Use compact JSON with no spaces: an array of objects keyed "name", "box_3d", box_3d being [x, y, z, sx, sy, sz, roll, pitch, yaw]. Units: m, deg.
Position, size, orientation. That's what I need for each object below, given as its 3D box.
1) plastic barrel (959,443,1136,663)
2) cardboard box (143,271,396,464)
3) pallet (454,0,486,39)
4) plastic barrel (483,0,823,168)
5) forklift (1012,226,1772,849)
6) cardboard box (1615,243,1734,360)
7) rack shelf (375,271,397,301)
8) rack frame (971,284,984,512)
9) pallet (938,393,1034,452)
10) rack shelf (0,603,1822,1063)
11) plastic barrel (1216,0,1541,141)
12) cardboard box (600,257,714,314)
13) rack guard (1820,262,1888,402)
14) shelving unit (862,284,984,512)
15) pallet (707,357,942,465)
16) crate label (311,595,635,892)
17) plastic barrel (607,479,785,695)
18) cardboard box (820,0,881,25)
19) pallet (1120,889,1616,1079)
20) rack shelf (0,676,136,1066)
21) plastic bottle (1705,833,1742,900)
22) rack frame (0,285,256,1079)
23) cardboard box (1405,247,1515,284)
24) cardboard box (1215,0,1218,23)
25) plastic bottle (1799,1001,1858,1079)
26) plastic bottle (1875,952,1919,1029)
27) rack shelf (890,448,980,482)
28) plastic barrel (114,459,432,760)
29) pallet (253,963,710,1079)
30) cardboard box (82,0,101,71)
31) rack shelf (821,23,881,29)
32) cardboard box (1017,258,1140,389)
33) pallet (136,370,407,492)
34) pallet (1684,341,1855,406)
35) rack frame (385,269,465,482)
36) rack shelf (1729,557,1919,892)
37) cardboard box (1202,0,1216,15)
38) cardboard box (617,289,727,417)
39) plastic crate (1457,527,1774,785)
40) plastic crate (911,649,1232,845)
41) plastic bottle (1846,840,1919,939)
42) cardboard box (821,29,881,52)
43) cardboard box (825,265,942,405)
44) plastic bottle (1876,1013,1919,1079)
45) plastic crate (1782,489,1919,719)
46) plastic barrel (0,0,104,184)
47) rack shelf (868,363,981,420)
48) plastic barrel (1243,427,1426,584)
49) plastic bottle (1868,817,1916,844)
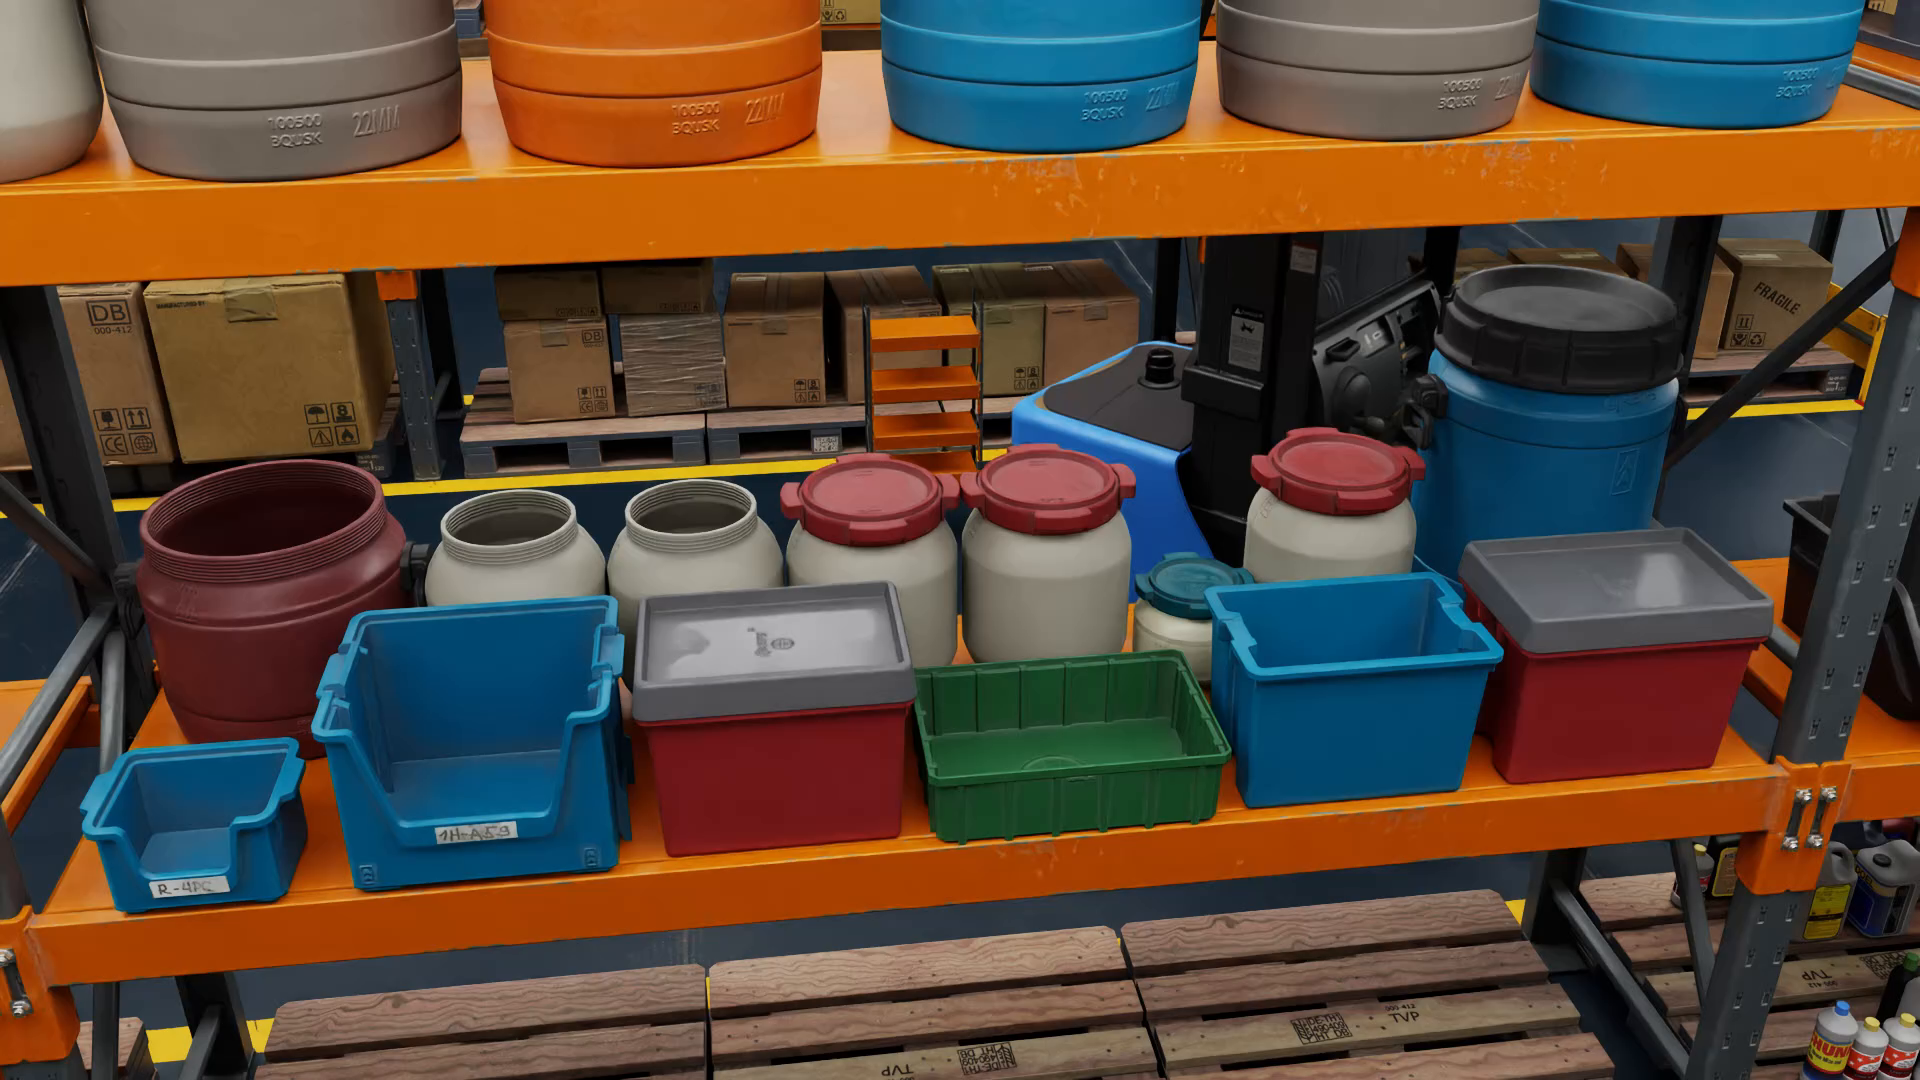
[{"name":"plastic barrel","box_3d":[0.214,0.081,4.158,0.433,0.535,0.433,0,27,0]},{"name":"cardboard box","box_3d":[-3.419,-1.059,8.395,0.875,0.875,1.225,-5,28,-10]},{"name":"pallet","box_3d":[-4.015,-3.922,12.317,1.003,0.211,1.213,-4,27,-7]},{"name":"plastic barrel","box_3d":[-0.552,-1.134,2.919,0.708,0.830,0.600,-4,27,-7]},{"name":"forklift","box_3d":[1.641,-0.616,5.739,3.031,2.935,1.130,21,34,35]},{"name":"cardboard box","box_3d":[3.981,-1.350,9.373,0.500,0.500,0.500,3,27,6]},{"name":"rack shelf","box_3d":[-4.713,-1.405,7.990,4.000,0.370,1.077,-4,27,-7]},{"name":"rack frame","box_3d":[0.078,-0.539,7.486,0.015,1.200,0.240,-4,27,-7]},{"name":"pallet","box_3d":[0.457,-0.815,9.108,1.213,0.211,1.003,-4,27,-7]},{"name":"rack shelf","box_3d":[-0.062,0.580,4.122,4.000,0.370,1.077,-4,27,-7]},{"name":"plastic barrel","box_3d":[0.797,-1.253,3.071,0.600,0.901,0.600,0,27,0]},{"name":"cardboard box","box_3d":[-1.550,-1.364,8.557,0.500,0.250,0.500,-1,27,-1]},{"name":"rack guard","box_3d":[5.114,-1.244,9.626,0.348,0.500,1.175,-4,27,-7]},{"name":"shelving unit","box_3d":[-0.164,-0.523,7.456,0.503,1.200,0.258,-4,27,-7]},{"name":"pallet","box_3d":[-0.753,-0.736,8.954,1.213,0.211,1.003,-4,27,-7]},{"name":"crate label","box_3d":[-1.021,0.431,3.586,0.616,0.435,0.502,-4,27,-7]},{"name":"plastic barrel","box_3d":[-0.637,0.149,4.052,0.421,0.512,0.421,0,27,0]},{"name":"cardboard box","box_3d":[-0.843,-4.181,12.503,0.500,0.500,0.500,-3,27,-7]},{"name":"pallet","box_3d":[1.146,1.441,4.711,1.213,0.211,1.003,-4,27,-7]},{"name":"rack shelf","box_3d":[-4.023,0.834,3.626,4.000,0.370,1.077,-4,27,-7]},{"name":"plastic bottle","box_3d":[2.348,0.966,5.075,0.133,0.283,0.061,-2,27,-5]},{"name":"rack frame","box_3d":[-2.043,0.387,3.710,0.127,3.000,1.000,-4,27,-7]},{"name":"cardboard box","box_3d":[2.800,-1.303,9.282,0.500,0.500,0.500,-6,28,-12]},{"name":"cardboard box","box_3d":[1.635,-2.881,8.549,0.500,0.500,0.500,-4,27,-7]},{"name":"plastic bottle","box_3d":[2.295,1.329,4.381,0.097,0.271,0.097,0,27,0]},{"name":"plastic bottle","box_3d":[2.596,1.242,4.536,0.133,0.283,0.061,-4,27,-7]},{"name":"rack shelf","box_3d":[-0.164,-0.287,7.577,0.480,0.148,0.258,-4,27,-7]},{"name":"plastic barrel","box_3d":[-1.626,0.160,4.003,0.708,0.536,0.600,-4,27,-7]},{"name":"pallet","box_3d":[-1.270,1.596,4.408,1.213,0.211,1.003,-4,27,-7]},{"name":"cardboard box","box_3d":[-4.105,-2.263,7.667,0.637,0.503,0.797,-3,27,-6]},{"name":"rack shelf","box_3d":[-1.343,-3.908,12.868,4.000,0.370,1.077,-4,27,-7]},{"name":"cardboard box","box_3d":[0.617,-1.161,8.982,0.500,0.500,0.700,-6,28,-11]},{"name":"pallet","box_3d":[-3.524,-0.595,8.679,1.213,0.211,1.003,-4,27,-7]},{"name":"pallet","box_3d":[4.304,-1.080,9.623,1.213,0.211,1.003,-4,27,-7]},{"name":"rack frame","box_3d":[-2.733,-1.852,8.073,0.127,3.000,1.000,-4,27,-7]},{"name":"rack shelf","box_3d":[3.899,0.326,4.618,4.000,0.370,1.077,-4,27,-7]},{"name":"cardboard box","box_3d":[2.093,-4.477,13.025,0.550,0.550,0.875,-4,27,-7]},{"name":"cardboard box","box_3d":[-1.525,-1.028,8.724,0.500,0.500,0.700,-6,28,-11]},{"name":"plastic crate","box_3d":[1.481,0.273,3.861,0.583,0.464,0.402,-4,27,-7]},{"name":"plastic crate","box_3d":[0.233,0.465,3.789,0.662,0.188,0.450,-4,27,-7]},{"name":"plastic bottle","box_3d":[2.751,1.031,4.957,0.135,0.276,0.152,-4,27,-7]},{"name":"cardboard box","box_3d":[-0.476,-2.187,8.154,0.637,0.503,0.797,-1,27,-2]},{"name":"cardboard box","box_3d":[-0.412,-1.103,8.870,0.500,0.500,0.700,-6,28,-12]},{"name":"plastic bottle","box_3d":[2.496,1.347,4.422,0.097,0.201,0.097,0,27,0]},{"name":"plastic crate","box_3d":[2.454,0.185,4.173,0.504,0.338,0.767,-4,27,-7]},{"name":"plastic barrel","box_3d":[-1.693,-0.878,2.768,0.421,0.512,0.421,0,27,0]},{"name":"rack shelf","box_3d":[-0.164,-0.662,7.384,0.480,0.148,0.258,-4,27,-7]},{"name":"plastic barrel","box_3d":[0.940,0.034,4.249,0.433,0.535,0.433,0,27,0]},{"name":"plastic bottle","box_3d":[2.861,0.933,5.140,0.133,0.283,0.061,-2,27,-4]}]
